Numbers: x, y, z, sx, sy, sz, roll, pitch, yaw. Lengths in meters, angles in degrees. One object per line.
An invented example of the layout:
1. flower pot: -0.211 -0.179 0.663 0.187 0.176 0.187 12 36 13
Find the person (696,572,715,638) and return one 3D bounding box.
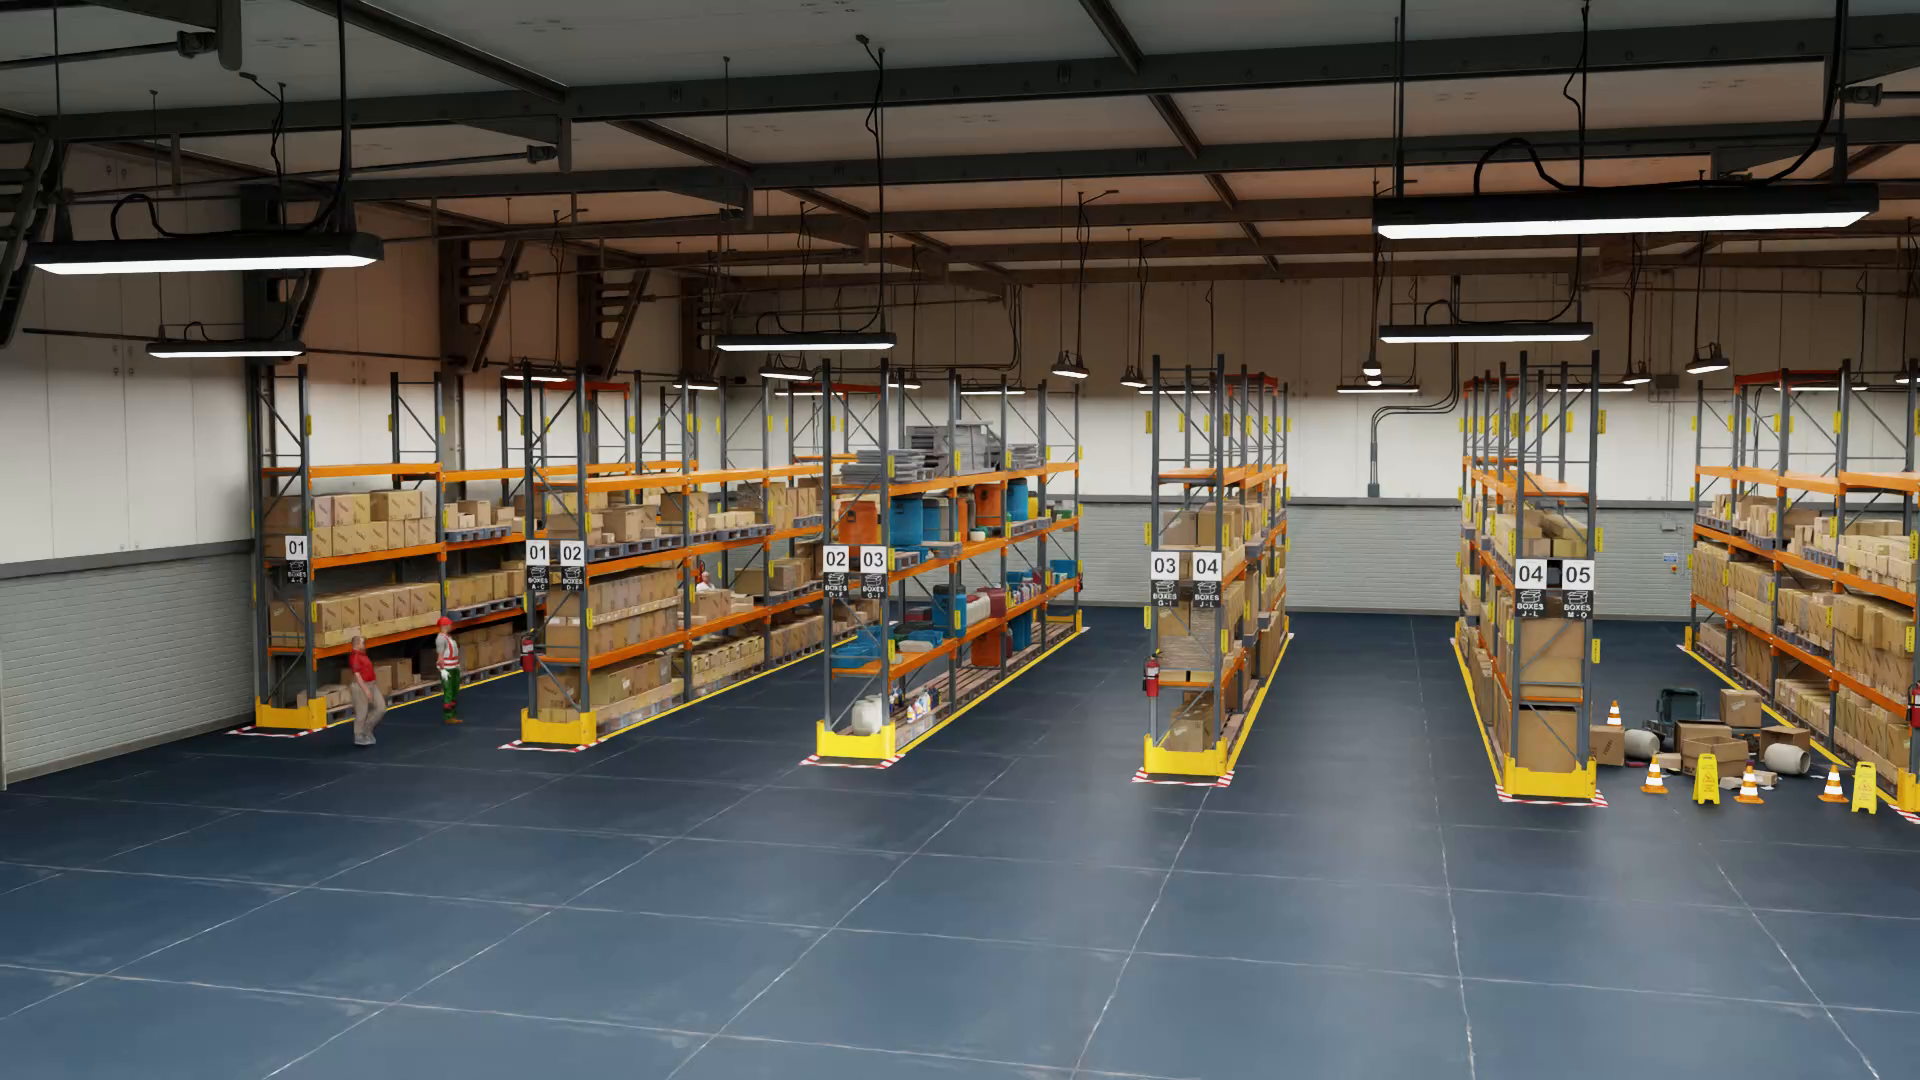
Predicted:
1. person: -5.516 1.588 36.652 0.501 1.783 0.603 1 4 18

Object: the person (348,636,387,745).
1. person: -9.294 2.348 25.904 0.519 1.730 0.555 2 4 23

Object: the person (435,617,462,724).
1. person: -8.590 2.204 28.038 0.483 1.830 0.610 1 4 14

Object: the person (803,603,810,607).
1. person: -3.817 1.027 45.187 0.957 1.735 0.591 3 5 32
